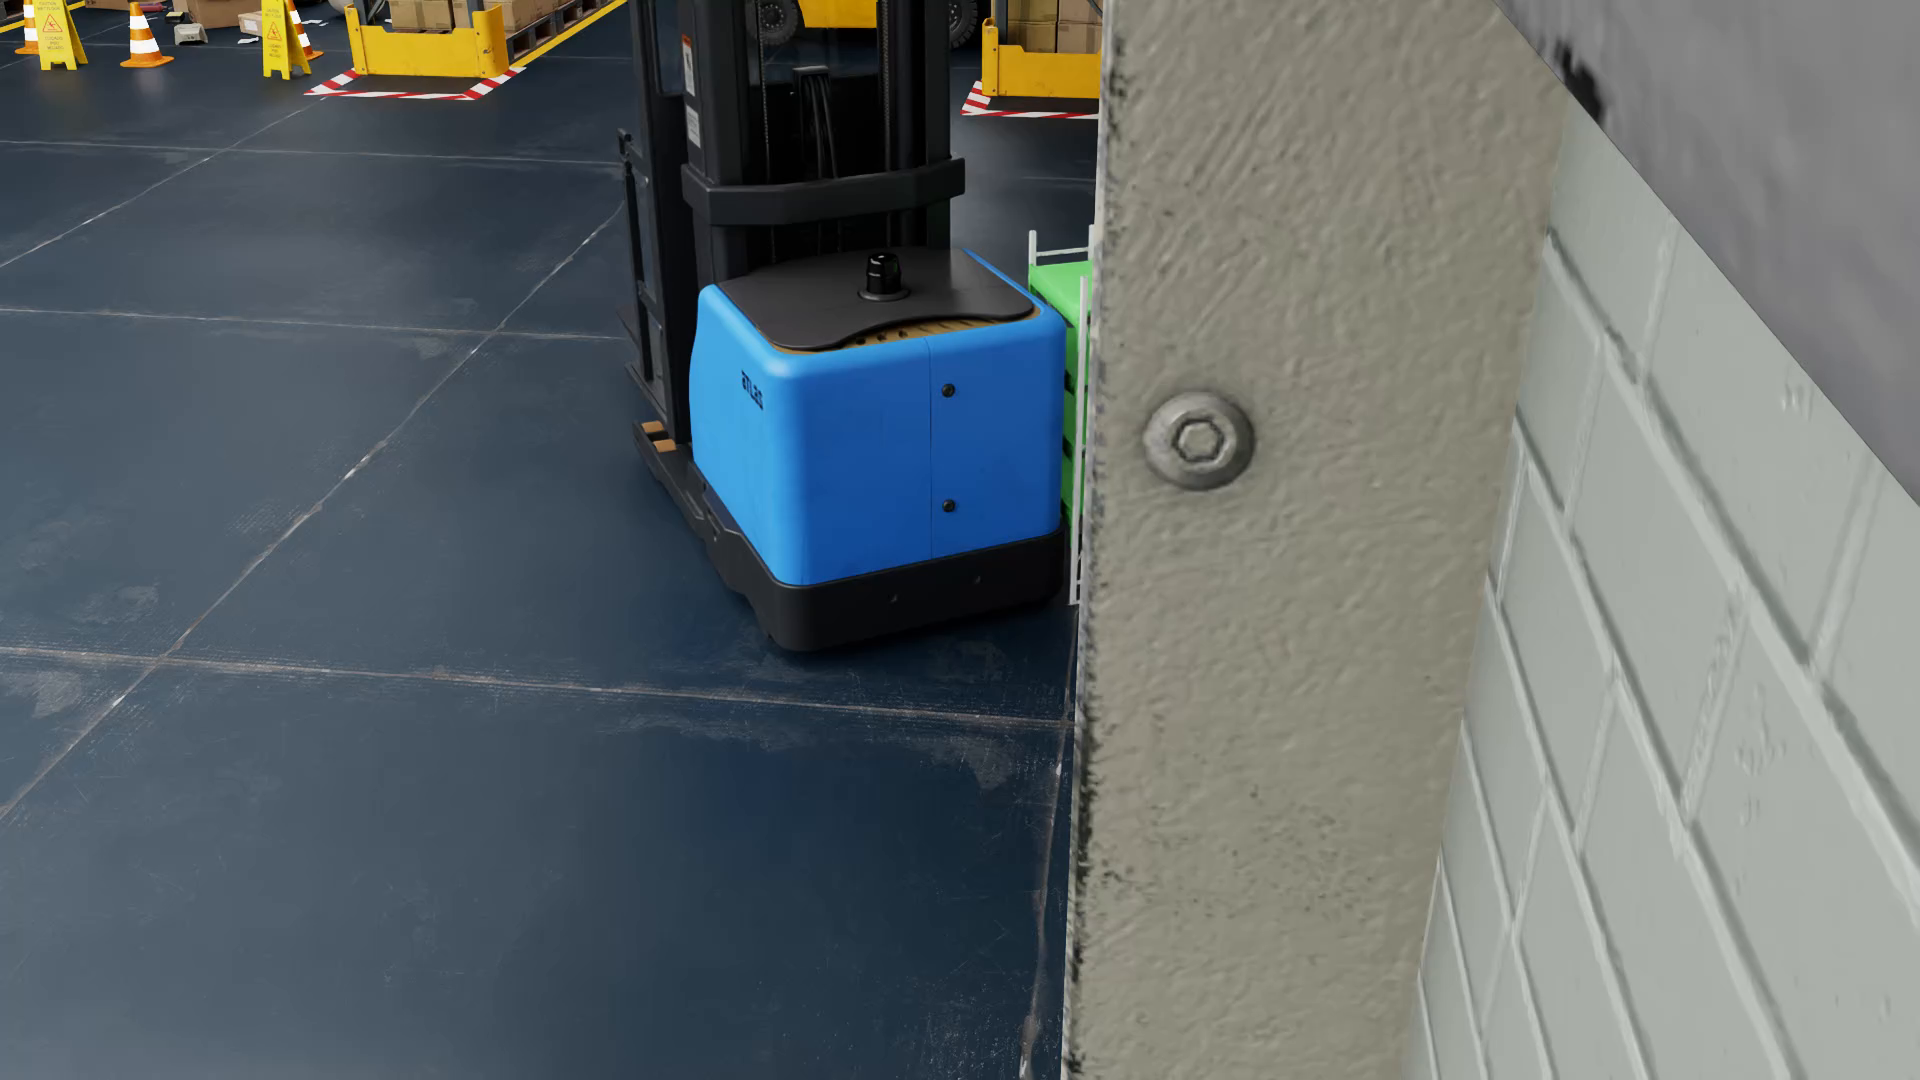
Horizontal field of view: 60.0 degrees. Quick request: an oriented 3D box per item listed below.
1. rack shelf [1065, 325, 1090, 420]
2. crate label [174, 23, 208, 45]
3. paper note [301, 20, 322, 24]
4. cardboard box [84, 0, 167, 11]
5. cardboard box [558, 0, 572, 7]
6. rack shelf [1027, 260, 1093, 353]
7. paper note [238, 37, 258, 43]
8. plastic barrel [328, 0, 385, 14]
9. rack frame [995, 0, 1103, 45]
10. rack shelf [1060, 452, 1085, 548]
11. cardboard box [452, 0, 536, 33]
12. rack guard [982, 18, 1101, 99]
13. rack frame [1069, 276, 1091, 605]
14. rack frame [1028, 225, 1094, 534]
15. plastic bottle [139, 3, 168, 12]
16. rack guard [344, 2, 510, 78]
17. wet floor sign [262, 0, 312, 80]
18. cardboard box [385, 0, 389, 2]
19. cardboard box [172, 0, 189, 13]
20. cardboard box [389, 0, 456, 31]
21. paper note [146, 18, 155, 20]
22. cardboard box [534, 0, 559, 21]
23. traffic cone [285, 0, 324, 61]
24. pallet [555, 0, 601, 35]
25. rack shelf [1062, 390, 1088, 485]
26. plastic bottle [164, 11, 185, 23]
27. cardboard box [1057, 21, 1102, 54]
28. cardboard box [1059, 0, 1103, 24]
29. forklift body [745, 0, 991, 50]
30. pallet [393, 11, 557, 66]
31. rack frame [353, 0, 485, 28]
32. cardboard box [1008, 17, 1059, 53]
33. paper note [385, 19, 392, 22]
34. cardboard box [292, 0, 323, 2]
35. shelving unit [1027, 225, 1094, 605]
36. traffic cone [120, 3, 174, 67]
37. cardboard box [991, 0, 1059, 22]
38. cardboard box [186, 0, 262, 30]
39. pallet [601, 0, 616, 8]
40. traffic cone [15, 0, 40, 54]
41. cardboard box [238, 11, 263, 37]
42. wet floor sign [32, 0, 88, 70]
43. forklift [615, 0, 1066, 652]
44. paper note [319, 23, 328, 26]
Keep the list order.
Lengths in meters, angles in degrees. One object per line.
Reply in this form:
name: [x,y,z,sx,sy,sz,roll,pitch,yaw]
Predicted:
rack shelf: [0.427,-0.586,5.702,0.258,0.148,0.480,-8,29,-15]
crate label: [-6.502,-4.276,14.043,0.250,0.136,0.298,-11,30,-20]
paper note: [-5.773,-4.620,14.806,0.148,0.019,0.142,14,31,24]
cardboard box: [-7.773,-5.214,15.399,0.500,0.500,0.500,8,29,15]
cardboard box: [-3.668,-4.816,14.484,0.500,0.250,0.500,5,29,10]
rack shelf: [0.427,-0.797,5.588,0.258,0.148,0.480,-8,29,-15]
paper note: [-6.026,-4.234,14.078,0.148,0.019,0.142,-6,29,-11]
plastic barrel: [-5.416,-4.907,14.912,0.421,0.421,0.512,-24,36,-37]
rack frame: [0.761,-4.694,11.801,1.000,3.000,0.127,3,28,6]
rack shelf: [0.427,-0.164,5.929,0.258,0.148,0.480,-8,29,-15]
cardboard box: [-3.793,-4.319,13.560,0.500,0.250,0.500,3,28,6]
rack guard: [0.758,-3.582,12.373,1.175,0.500,0.348,3,28,6]
rack frame: [0.500,-0.321,5.580,0.240,1.200,0.015,-8,29,-15]
rack frame: [0.354,-0.541,5.990,0.240,1.200,0.015,-8,29,-15]
plastic bottle: [-7.409,-4.880,15.244,0.283,0.061,0.133,-6,29,-11]
rack guard: [-4.157,-3.916,12.992,1.175,0.500,0.348,3,28,6]
wet floor sign: [-5.251,-3.917,12.841,0.267,0.644,0.232,14,31,24]
cardboard box: [-5.158,-5.339,15.631,0.500,0.500,0.500,-24,36,-37]
cardboard box: [-6.984,-4.984,15.221,0.396,0.266,0.258,8,29,15]
cardboard box: [-4.331,-4.363,13.642,0.500,0.250,0.500,3,28,6]
paper note: [-7.258,-4.677,14.921,0.032,0.001,0.123,20,34,32]
cardboard box: [-3.723,-4.559,14.006,0.500,0.250,0.500,4,29,8]
traffic cone: [-5.394,-4.141,13.449,0.336,0.463,0.334,3,28,6]
pallet: [-3.870,-4.742,14.830,1.003,0.211,1.213,3,28,6]
rack shelf: [0.427,-0.375,5.815,0.258,0.148,0.480,-8,29,-15]
plastic bottle: [-7.019,-4.683,14.877,0.133,0.061,0.283,-6,29,-11]
cardboard box: [1.015,-3.888,12.761,0.500,0.250,0.500,3,29,6]
cardboard box: [1.024,-4.098,12.623,0.500,0.250,0.500,4,29,7]
forklift body: [-0.818,-5.319,13.856,2.313,2.155,1.214,3,28,6]
pallet: [-4.022,-4.169,13.767,1.003,0.211,1.213,3,28,6]
rack frame: [-4.166,-4.981,12.333,1.000,3.000,0.127,3,28,6]
cardboard box: [0.505,-3.908,12.798,0.500,0.250,0.500,4,29,7]
paper note: [-5.058,-4.639,14.829,0.142,0.019,0.148,-6,29,-11]
cardboard box: [-6.357,-5.356,15.518,0.797,0.637,0.503,3,28,6]
shelving unit: [0.427,-0.431,5.785,0.258,1.200,0.503,-8,29,-15]
traffic cone: [-6.537,-4.046,13.272,0.336,0.463,0.334,3,28,6]
cardboard box: [0.510,-4.136,12.694,0.500,0.250,0.500,3,28,6]
cardboard box: [-6.463,-4.856,14.733,0.797,0.503,0.637,-17,33,-29]
pallet: [-3.723,-5.318,15.899,1.003,0.211,1.213,3,28,6]
traffic cone: [-7.617,-4.272,13.691,0.336,0.463,0.334,3,28,6]
cardboard box: [-6.010,-4.460,14.371,0.380,0.149,0.250,20,34,32]
wet floor sign: [-7.130,-4.056,13.098,0.267,0.644,0.232,-1,28,-3]
forklift: [-0.698,-1.604,6.136,1.130,2.935,3.031,-12,30,-21]
paper note: [-5.625,-4.563,14.708,0.032,0.001,0.123,3,28,6]
